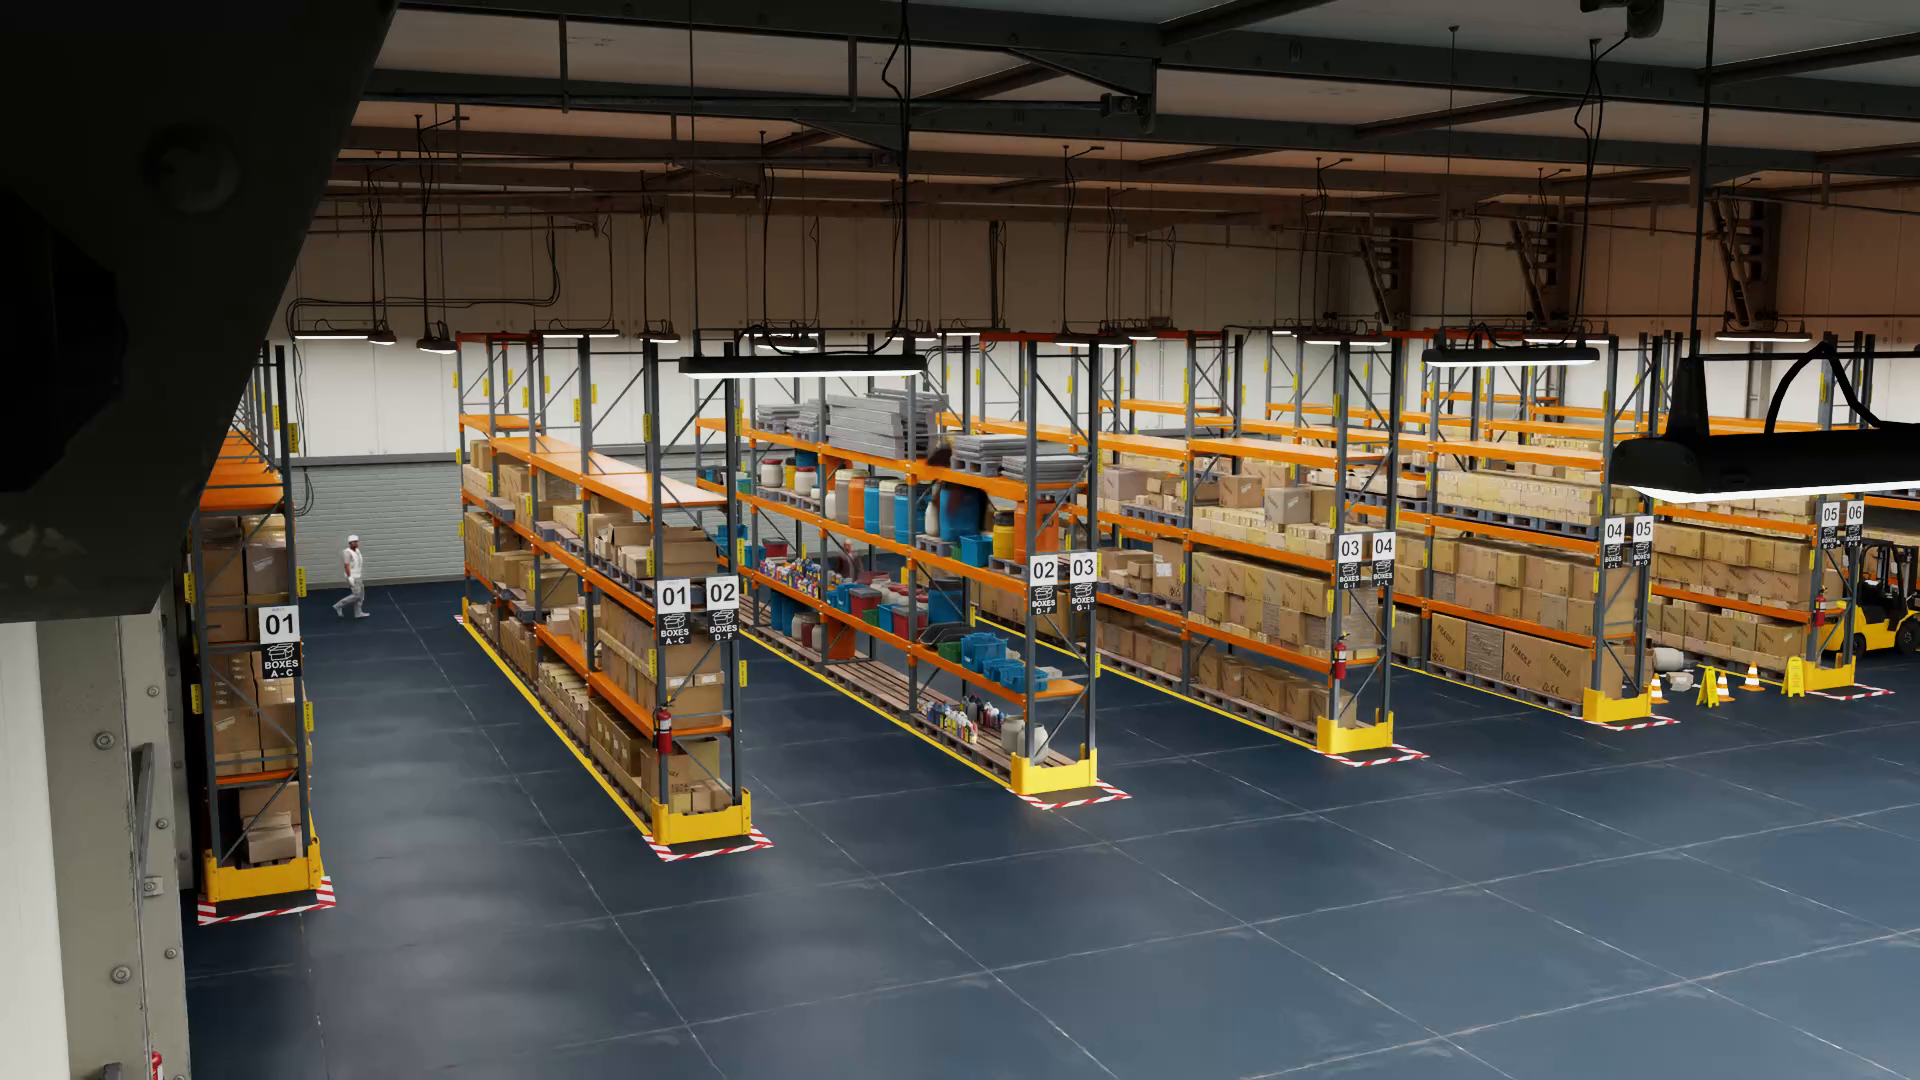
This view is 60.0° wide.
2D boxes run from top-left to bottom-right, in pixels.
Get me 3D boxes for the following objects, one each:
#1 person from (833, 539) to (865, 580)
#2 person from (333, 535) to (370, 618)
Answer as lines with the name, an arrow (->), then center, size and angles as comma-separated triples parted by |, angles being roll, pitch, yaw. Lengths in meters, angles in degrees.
person -> -2.264, 0.841, 34.314 | 0.611, 1.726, 1.127 | -5, 9, -32
person -> -12.753, 0.768, 34.753 | 0.726, 1.754, 0.604 | -3, 8, -21
